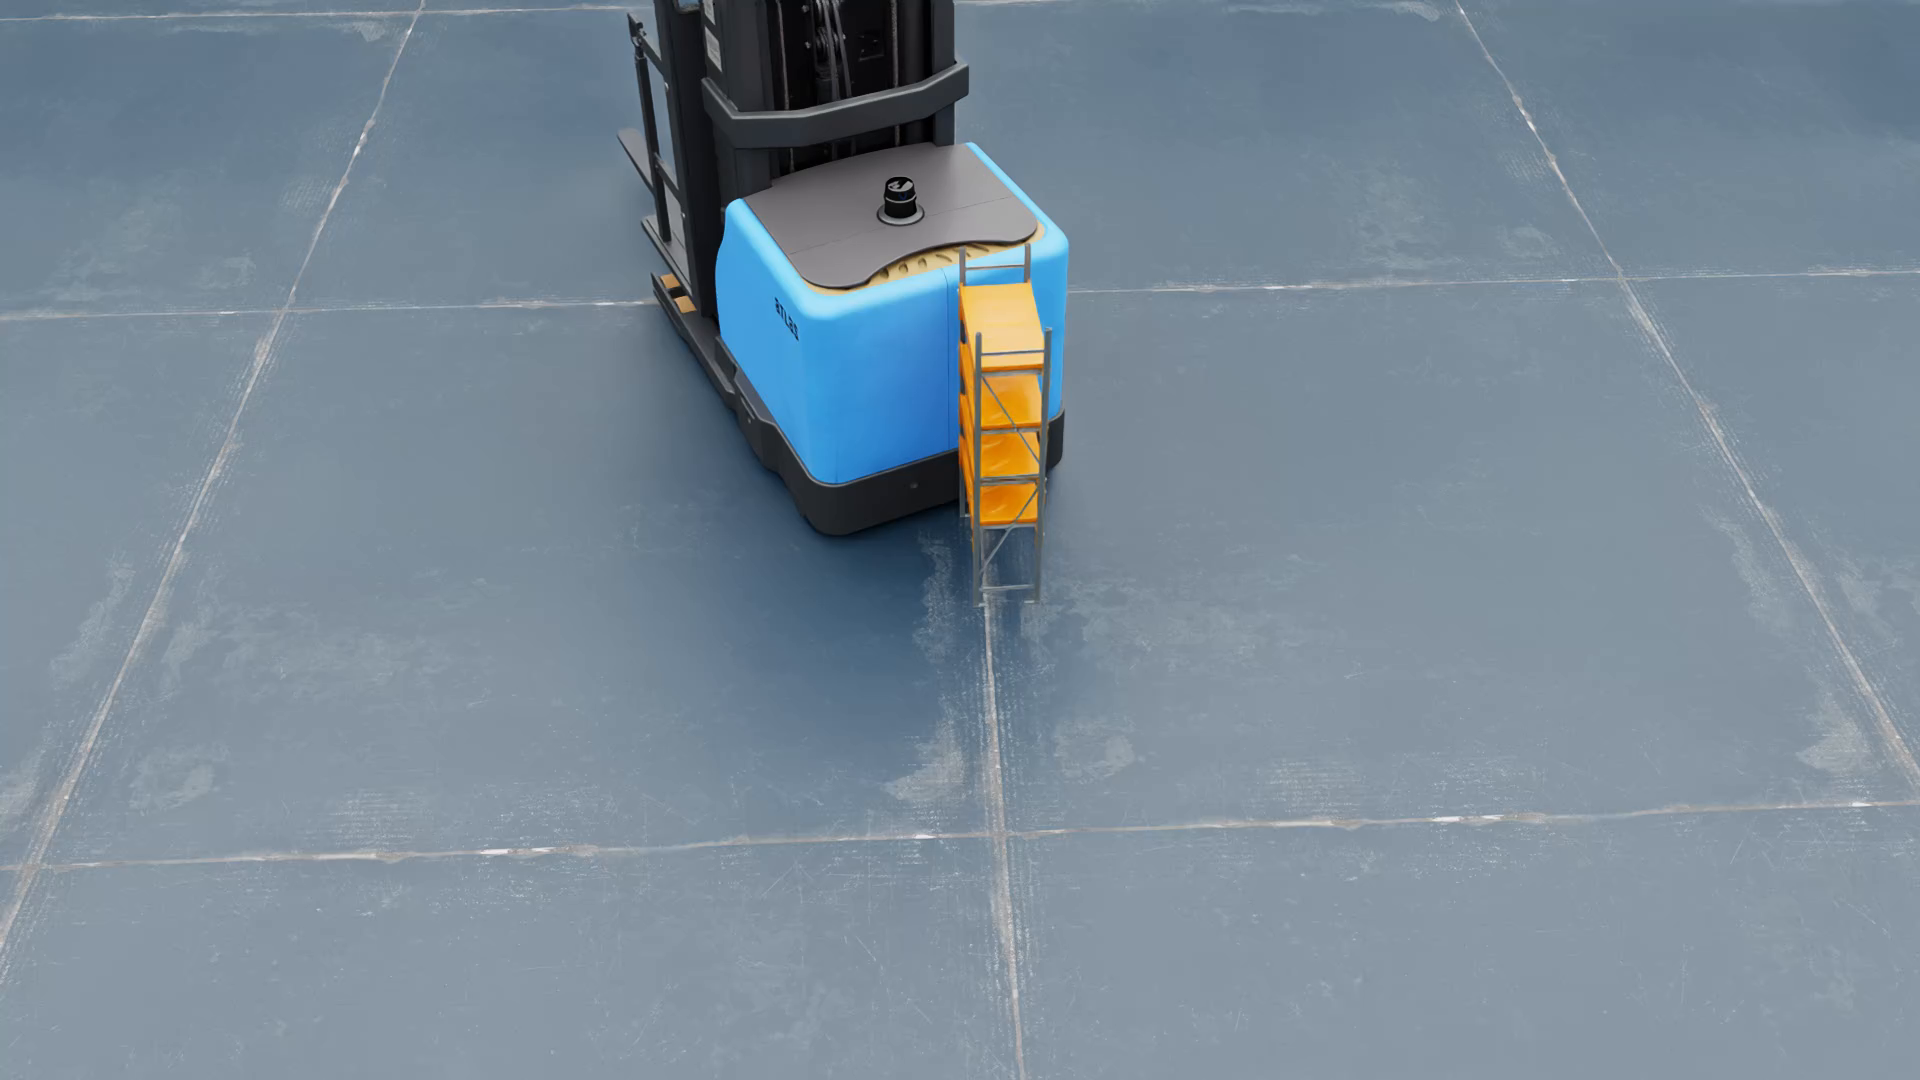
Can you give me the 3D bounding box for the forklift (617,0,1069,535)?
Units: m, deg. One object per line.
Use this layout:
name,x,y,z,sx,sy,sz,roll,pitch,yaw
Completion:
forklift,-0.701,-2.094,6.365,1.130,2.935,3.031,-18,46,-19

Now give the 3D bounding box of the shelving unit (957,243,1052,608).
shelving unit,0.142,-0.374,5.770,0.258,1.200,0.503,-4,43,-4

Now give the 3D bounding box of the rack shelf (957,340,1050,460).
rack shelf,0.142,-0.489,5.664,0.258,0.148,0.480,-4,43,-4

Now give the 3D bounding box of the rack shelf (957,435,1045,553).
rack shelf,0.142,-0.178,5.949,0.258,0.148,0.480,-4,43,-4

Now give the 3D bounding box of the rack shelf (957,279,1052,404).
rack shelf,0.142,-0.663,5.504,0.258,0.148,0.480,-4,43,-4

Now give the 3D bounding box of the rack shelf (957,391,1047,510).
rack shelf,0.142,-0.324,5.815,0.258,0.148,0.480,-4,43,-4

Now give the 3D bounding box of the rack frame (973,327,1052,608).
rack frame,0.167,-0.209,5.591,0.240,1.200,0.015,-4,43,-4

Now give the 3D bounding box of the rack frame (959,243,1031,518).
rack frame,0.118,-0.538,5.948,0.240,1.200,0.015,-4,43,-4
